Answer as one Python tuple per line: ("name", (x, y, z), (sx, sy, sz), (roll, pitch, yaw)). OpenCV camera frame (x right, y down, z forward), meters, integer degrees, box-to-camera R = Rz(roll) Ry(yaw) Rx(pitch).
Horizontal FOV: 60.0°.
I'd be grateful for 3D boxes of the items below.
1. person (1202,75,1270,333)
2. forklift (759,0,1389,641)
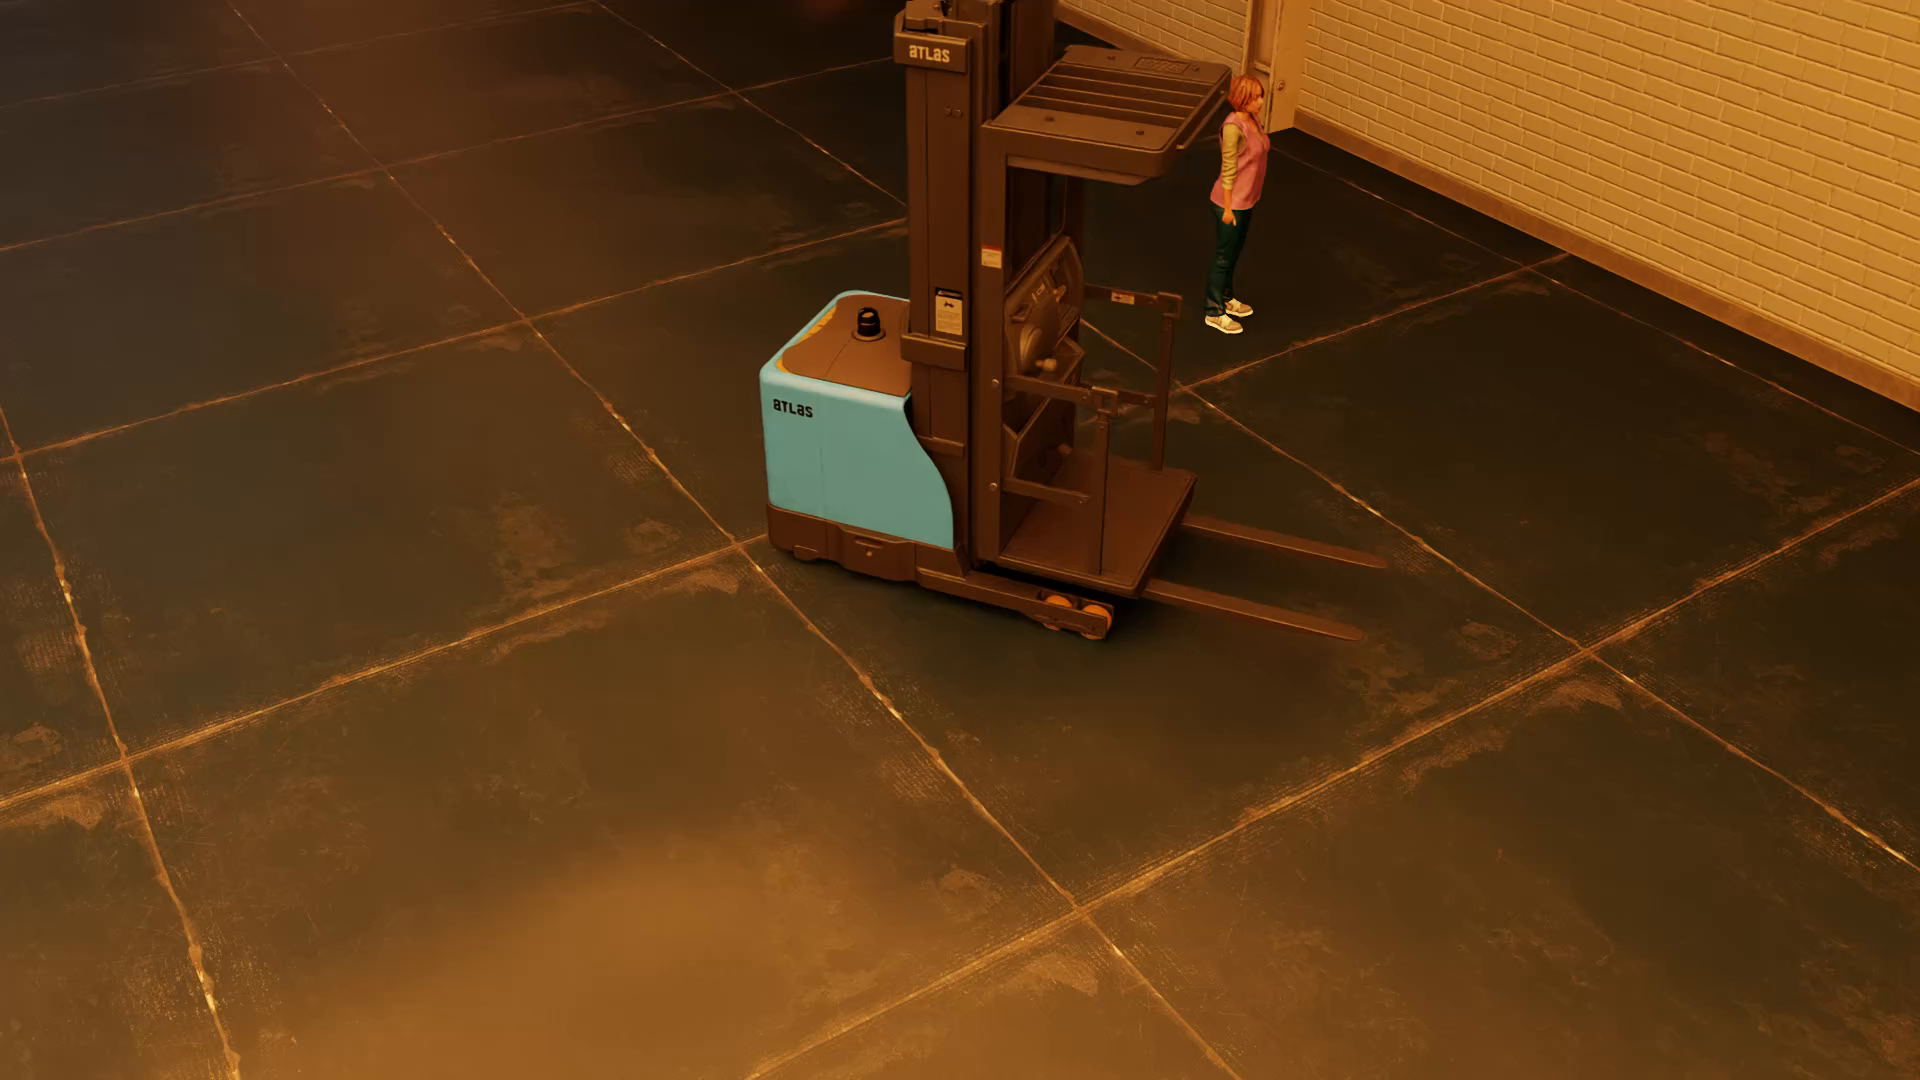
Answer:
("person", (1.713, -2.086, 10.276), (0.326, 1.602, 0.409), (15, 38, 20))
("forklift", (0.579, -1.068, 7.667), (3.031, 2.935, 1.130), (13, 37, 18))
